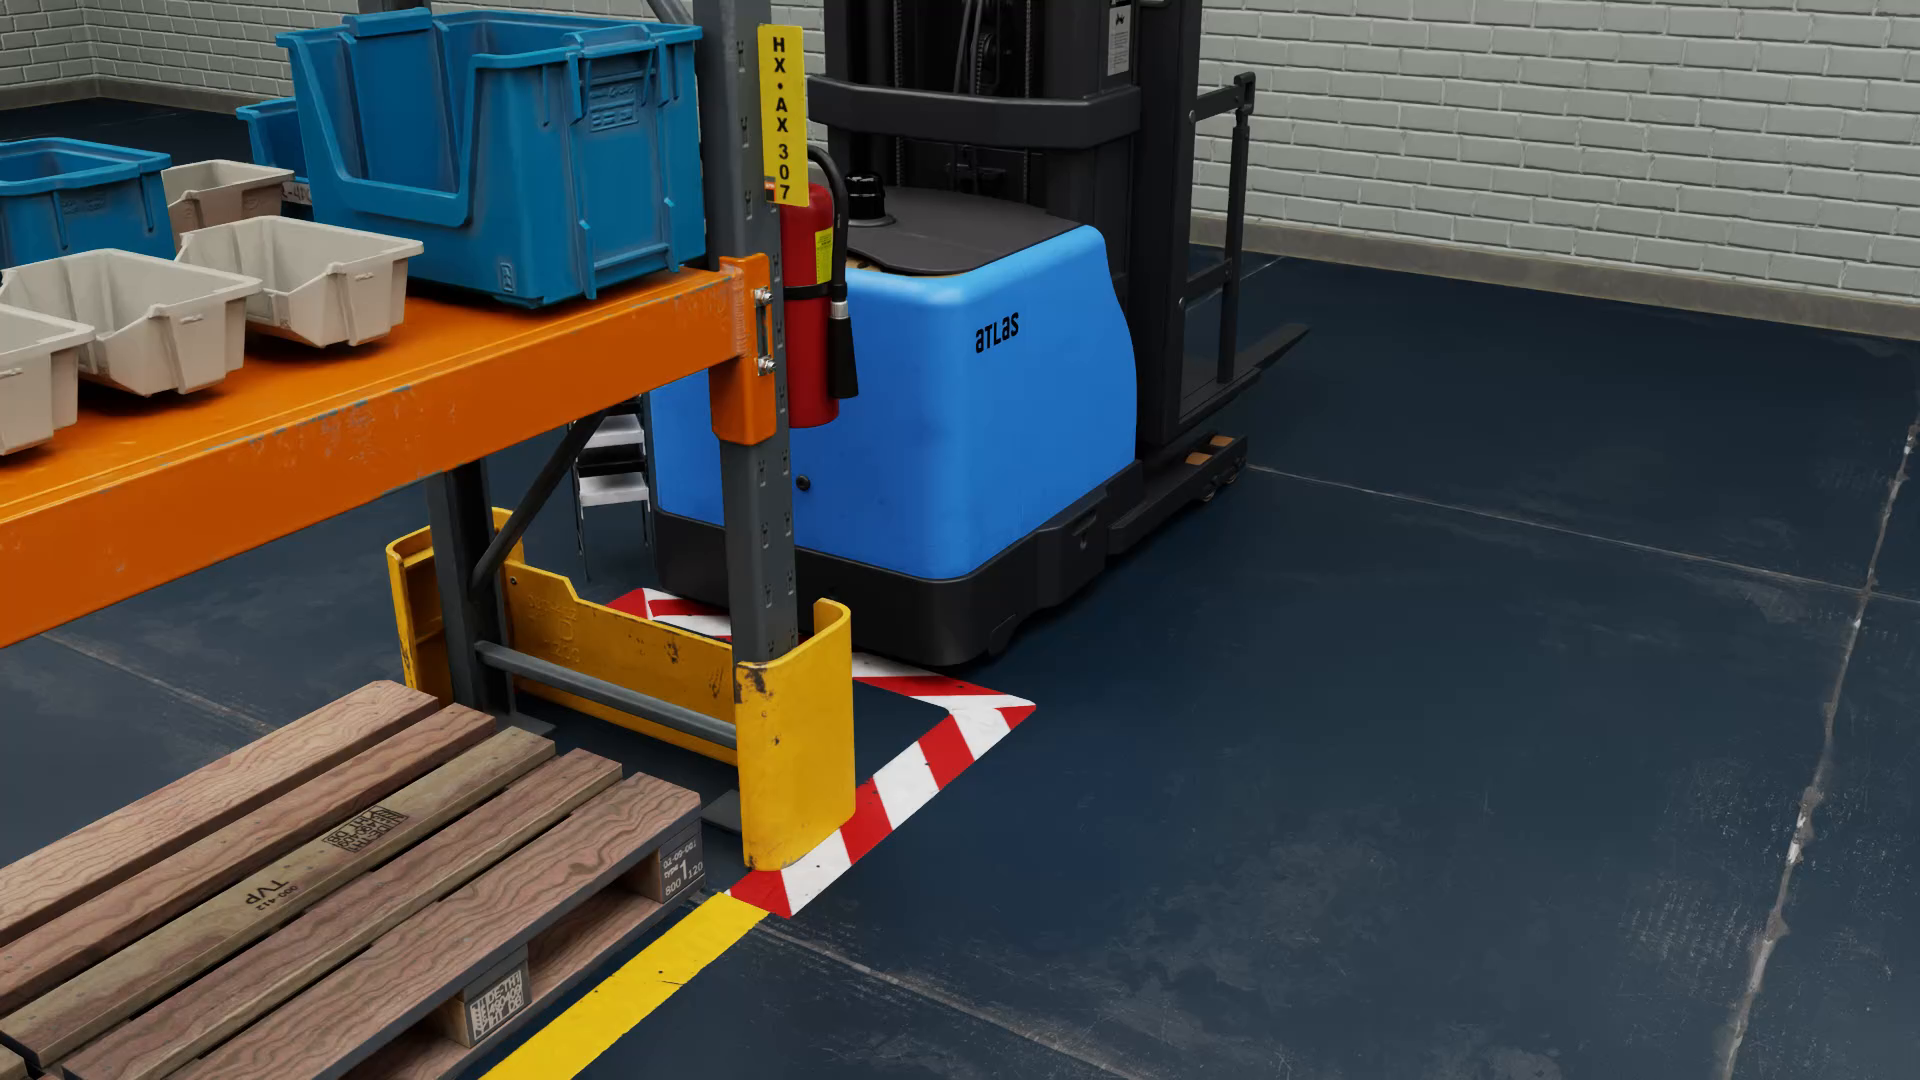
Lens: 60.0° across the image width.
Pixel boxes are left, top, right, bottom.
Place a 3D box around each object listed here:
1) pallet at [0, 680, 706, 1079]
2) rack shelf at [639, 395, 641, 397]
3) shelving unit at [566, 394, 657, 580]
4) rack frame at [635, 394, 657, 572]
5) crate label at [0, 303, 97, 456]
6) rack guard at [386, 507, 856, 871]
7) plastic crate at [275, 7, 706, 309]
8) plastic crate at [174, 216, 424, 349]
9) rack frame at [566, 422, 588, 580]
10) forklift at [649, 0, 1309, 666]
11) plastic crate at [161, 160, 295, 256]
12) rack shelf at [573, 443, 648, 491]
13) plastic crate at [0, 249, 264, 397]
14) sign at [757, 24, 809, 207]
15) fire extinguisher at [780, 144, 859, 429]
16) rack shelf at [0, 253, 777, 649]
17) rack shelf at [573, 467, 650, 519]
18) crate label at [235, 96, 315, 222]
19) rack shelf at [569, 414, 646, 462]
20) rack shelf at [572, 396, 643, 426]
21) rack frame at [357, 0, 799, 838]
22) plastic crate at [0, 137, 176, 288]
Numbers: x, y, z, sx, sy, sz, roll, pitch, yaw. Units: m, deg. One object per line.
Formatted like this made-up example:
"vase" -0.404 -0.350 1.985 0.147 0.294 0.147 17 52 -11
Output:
"pallet" -1.271 0.730 3.297 1.003 0.211 1.213 14 27 29
"rack shelf" -1.053 -0.485 4.868 0.200 0.077 0.258 -7 24 -16
"shelving unit" -1.053 -0.350 4.926 0.210 0.900 0.258 -7 24 -16
"rack frame" -0.956 -0.362 4.953 0.006 0.900 0.240 -7 24 -16
"crate label" -1.370 -0.219 2.237 0.396 0.136 0.243 14 27 29
"rack guard" -0.801 0.317 3.889 1.175 0.500 0.348 14 27 29
"plastic crate" -0.821 -0.711 2.997 0.616 0.435 0.499 14 27 29
"plastic crate" -1.079 -0.413 2.685 0.396 0.136 0.243 14 27 29
"rack frame" -1.150 -0.338 4.898 0.006 0.900 0.240 -7 24 -16
"forklift" 0.328 -1.558 5.159 1.130 2.935 3.031 14 27 29
"plastic crate" -1.452 -0.621 3.165 0.250 0.136 0.298 14 27 29
"rack shelf" -1.053 -0.237 4.975 0.200 0.077 0.258 -7 24 -16
"plastic crate" -1.244 -0.318 2.466 0.396 0.136 0.243 14 27 29
"sign" -0.327 -0.785 3.082 0.100 0.325 0.005 14 27 29
"fire extinguisher" -0.337 -0.569 3.355 0.296 0.674 0.183 14 27 29
"rack shelf" -1.858 0.186 1.951 1.077 0.370 4.000 14 27 29
"rack shelf" -1.053 -0.154 5.011 0.200 0.077 0.258 -7 24 -16
"crate label" -1.213 -0.756 3.356 0.416 0.233 0.303 14 27 29
"rack shelf" -1.053 -0.319 4.939 0.200 0.077 0.258 -7 24 -16
"rack shelf" -1.053 -0.402 4.903 0.200 0.077 0.258 -7 24 -16
"rack frame" -0.803 -0.820 3.368 1.000 3.000 0.127 14 27 29
"plastic crate" -1.560 -0.534 2.843 0.416 0.233 0.300 14 27 29
